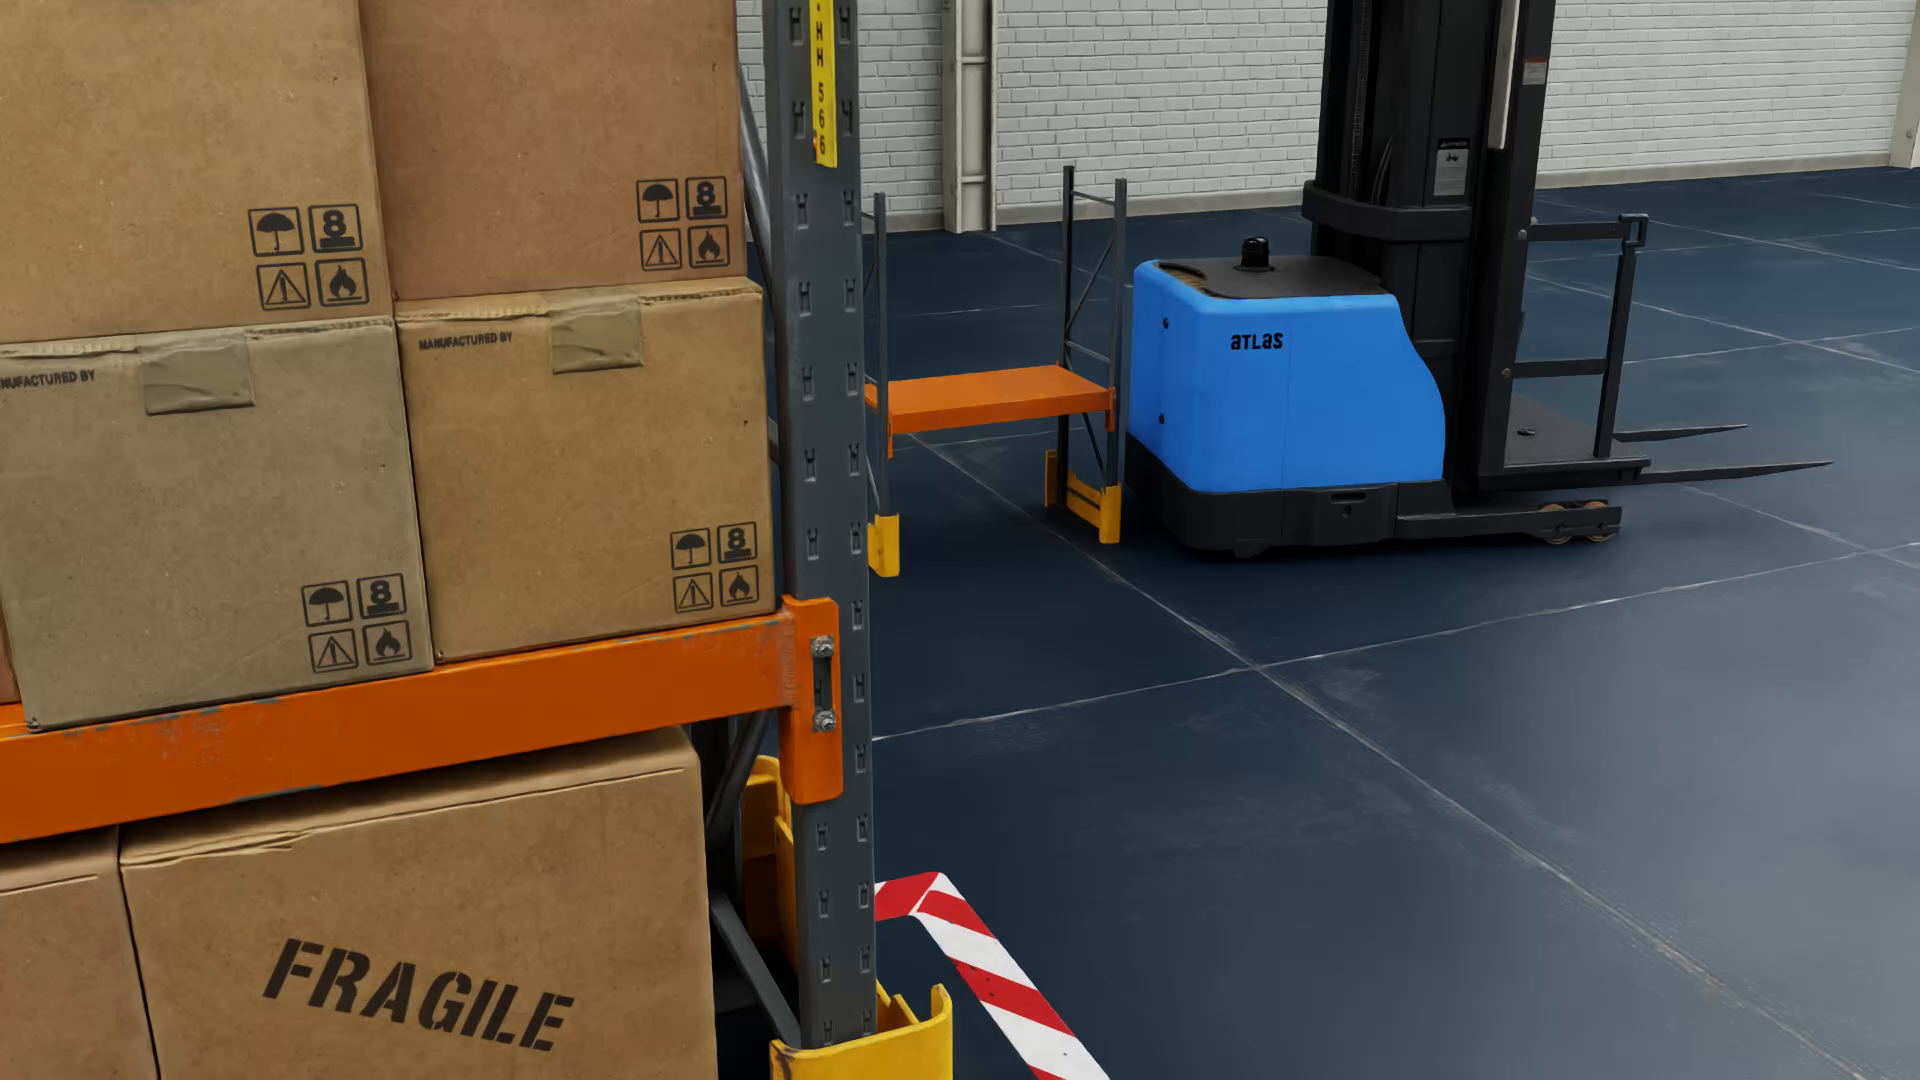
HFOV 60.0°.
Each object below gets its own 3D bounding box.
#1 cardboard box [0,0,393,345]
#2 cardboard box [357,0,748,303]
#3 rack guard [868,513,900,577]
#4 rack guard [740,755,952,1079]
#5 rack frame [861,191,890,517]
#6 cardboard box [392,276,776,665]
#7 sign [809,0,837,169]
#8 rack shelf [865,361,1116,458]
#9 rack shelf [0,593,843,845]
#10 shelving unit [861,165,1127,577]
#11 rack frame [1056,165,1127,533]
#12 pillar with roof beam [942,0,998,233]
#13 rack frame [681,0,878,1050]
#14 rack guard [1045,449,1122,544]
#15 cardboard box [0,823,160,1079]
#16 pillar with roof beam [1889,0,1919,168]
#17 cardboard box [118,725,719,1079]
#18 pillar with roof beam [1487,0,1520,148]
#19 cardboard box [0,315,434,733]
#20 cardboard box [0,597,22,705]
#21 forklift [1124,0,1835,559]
[{"bbox_3d":[-1.230,-0.667,2.548,0.550,0.550,0.875,-8,21,-22],"label":"cardboard box"},{"bbox_3d":[-0.761,-0.768,2.834,0.550,0.550,0.875,-8,21,-22],"label":"cardboard box"},{"bbox_3d":[-0.387,-0.062,6.823,0.087,0.250,0.587,-8,21,-22],"label":"rack guard"},{"bbox_3d":[-0.383,0.951,3.567,0.348,0.500,1.175,-8,21,-22],"label":"rack guard"},{"bbox_3d":[-0.388,-0.652,6.615,0.032,1.500,0.500,-8,21,-22],"label":"rack frame"},{"bbox_3d":[-0.728,-0.233,2.940,0.550,0.550,0.875,-8,21,-22],"label":"cardboard box"},{"bbox_3d":[-0.203,-0.715,2.436,0.005,0.325,0.100,-8,21,-22],"label":"sign"},{"bbox_3d":[0.078,-0.549,6.865,1.000,0.185,0.538,-8,21,-22],"label":"rack shelf"},{"bbox_3d":[-2.241,0.378,2.515,4.000,0.370,1.077,-8,21,-22],"label":"rack shelf"},{"bbox_3d":[0.070,-0.717,6.801,1.083,1.500,0.587,-8,21,-22],"label":"shelving unit"},{"bbox_3d":[0.545,-0.786,6.995,0.032,1.500,0.500,-8,21,-22],"label":"rack frame"},{"bbox_3d":[1.790,-5.723,9.728,0.400,9.000,9.100,-8,21,-22],"label":"pillar with roof beam"},{"bbox_3d":[-0.405,-0.225,3.143,0.127,3.000,1.000,-8,21,-22],"label":"rack frame"},{"bbox_3d":[0.527,-0.193,7.195,0.087,0.250,0.587,-8,21,-22],"label":"rack guard"},{"bbox_3d":[-1.809,0.805,2.785,0.875,0.875,0.875,-9,21,-23],"label":"cardboard box"},{"bbox_3d":[12.809,-7.302,14.211,0.400,9.000,9.100,-8,21,-22],"label":"pillar with roof beam"},{"bbox_3d":[-1.001,0.689,3.116,0.875,0.875,0.875,-8,21,-22],"label":"cardboard box"},{"bbox_3d":[7.299,-6.513,11.969,0.400,9.000,9.100,-8,21,-22],"label":"pillar with roof beam"},{"bbox_3d":[-1.224,-0.154,2.716,0.550,0.550,0.875,-8,21,-22],"label":"cardboard box"},{"bbox_3d":[-1.788,-0.118,2.616,0.550,0.550,0.875,-8,21,-22],"label":"cardboard box"},{"bbox_3d":[2.314,-1.532,6.960,3.031,2.935,1.130,-4,20,-10],"label":"forklift"}]
